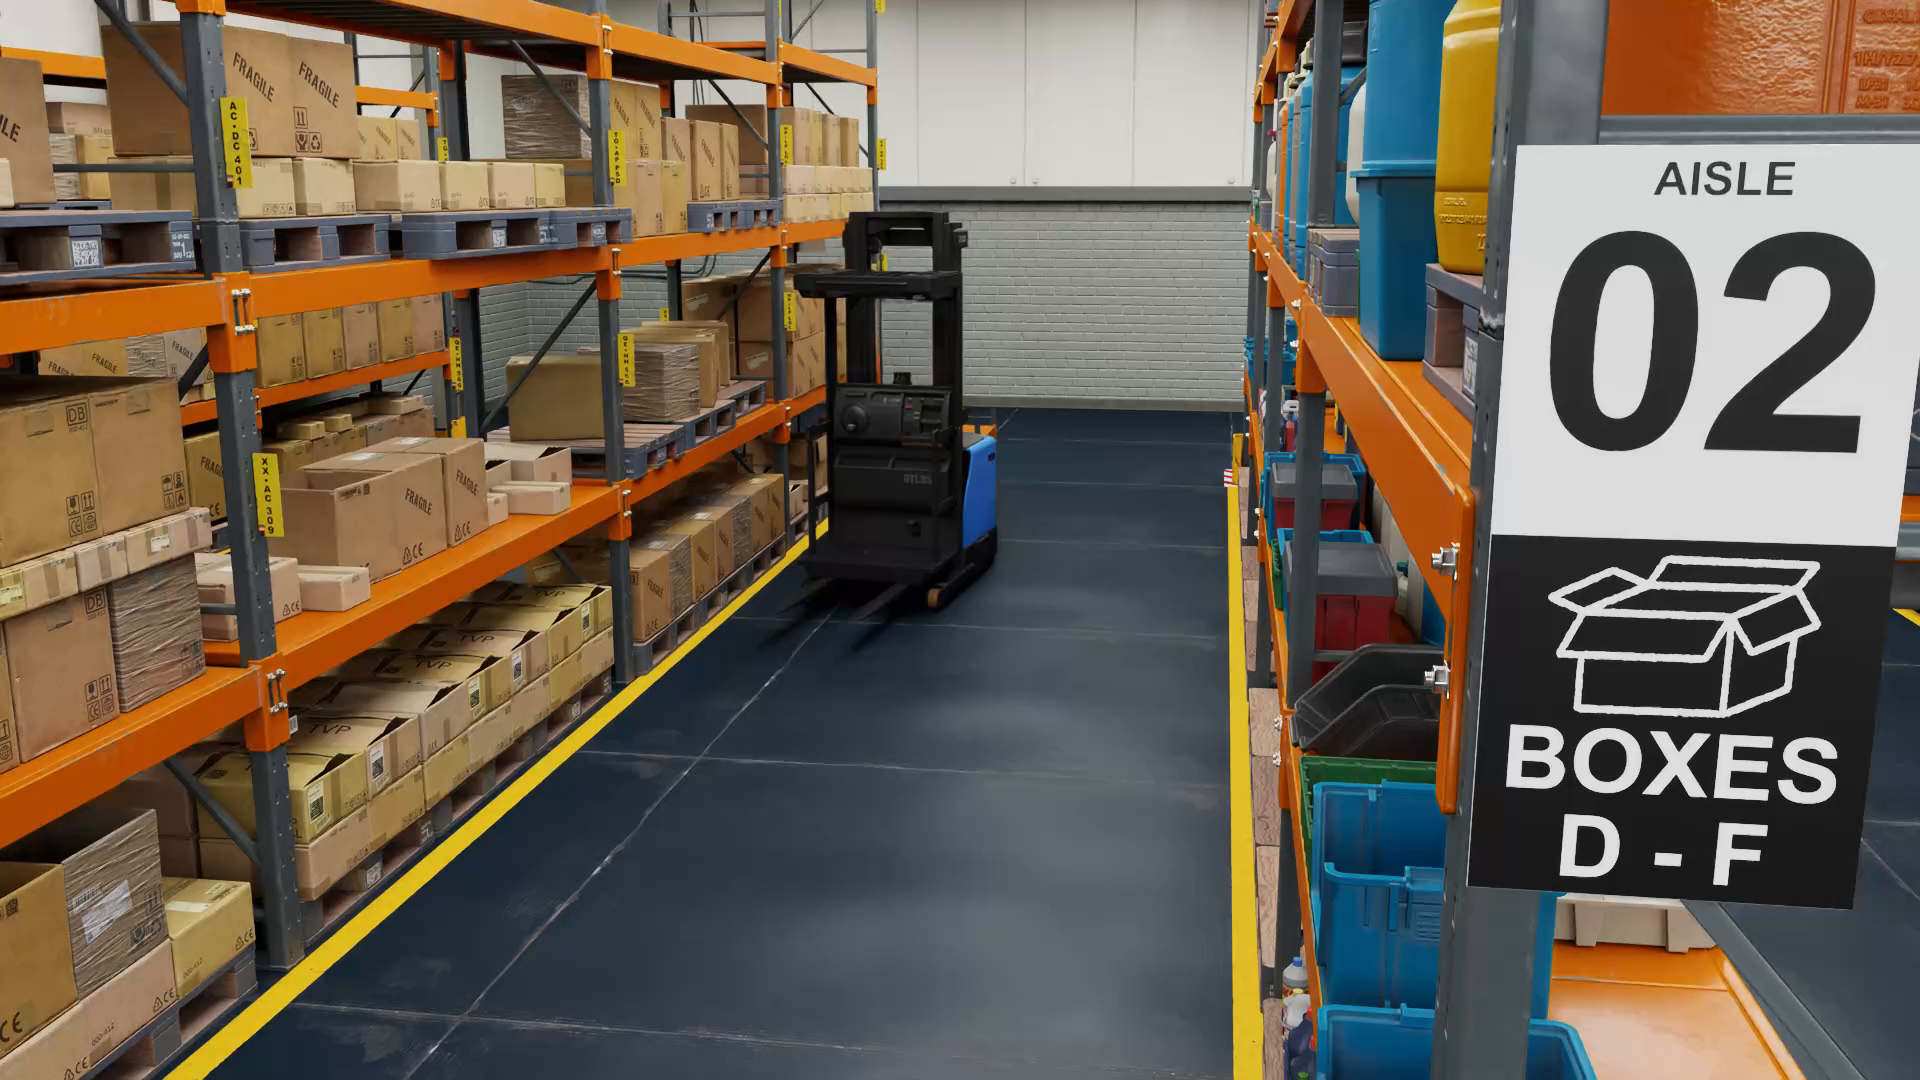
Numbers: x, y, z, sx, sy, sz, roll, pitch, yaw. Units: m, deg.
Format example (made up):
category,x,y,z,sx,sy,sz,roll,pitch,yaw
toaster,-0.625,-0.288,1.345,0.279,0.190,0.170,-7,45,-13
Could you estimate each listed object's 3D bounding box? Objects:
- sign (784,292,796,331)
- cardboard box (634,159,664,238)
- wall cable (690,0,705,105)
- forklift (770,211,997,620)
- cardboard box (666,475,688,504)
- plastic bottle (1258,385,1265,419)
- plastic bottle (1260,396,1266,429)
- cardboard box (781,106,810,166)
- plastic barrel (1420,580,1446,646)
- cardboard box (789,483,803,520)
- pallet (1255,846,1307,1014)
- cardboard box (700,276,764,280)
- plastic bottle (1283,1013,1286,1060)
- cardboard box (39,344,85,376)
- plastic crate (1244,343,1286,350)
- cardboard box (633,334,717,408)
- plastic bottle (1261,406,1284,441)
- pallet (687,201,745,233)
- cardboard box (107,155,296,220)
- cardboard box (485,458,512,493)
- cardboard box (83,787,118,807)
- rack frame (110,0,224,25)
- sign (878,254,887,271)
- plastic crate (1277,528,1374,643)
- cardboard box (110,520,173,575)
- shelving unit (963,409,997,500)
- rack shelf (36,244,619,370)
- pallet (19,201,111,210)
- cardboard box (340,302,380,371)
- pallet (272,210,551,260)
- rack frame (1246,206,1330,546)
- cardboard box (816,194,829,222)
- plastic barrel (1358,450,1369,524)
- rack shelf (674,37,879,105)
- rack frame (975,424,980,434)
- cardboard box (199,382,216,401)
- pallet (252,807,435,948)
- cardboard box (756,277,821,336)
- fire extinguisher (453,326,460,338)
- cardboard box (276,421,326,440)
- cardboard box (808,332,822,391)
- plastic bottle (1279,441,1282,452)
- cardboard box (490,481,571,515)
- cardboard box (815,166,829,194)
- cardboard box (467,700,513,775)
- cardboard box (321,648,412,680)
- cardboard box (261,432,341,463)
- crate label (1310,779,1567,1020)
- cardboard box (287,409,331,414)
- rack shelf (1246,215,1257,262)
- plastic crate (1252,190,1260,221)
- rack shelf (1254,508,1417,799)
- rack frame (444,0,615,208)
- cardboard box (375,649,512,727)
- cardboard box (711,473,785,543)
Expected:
category,x,y,z,sx,sy,sz,roll,pitch,yaw
sign,-1.446,-1.943,14.141,0.100,0.325,0.005,2,12,9
cardboard box,-2.498,-2.275,11.072,0.910,0.500,0.500,2,12,9
wall cable,-2.379,-7.348,23.114,3.097,2.526,0.112,2,12,9
forklift,-0.585,-0.998,12.665,1.130,2.935,3.031,4,13,16
cardboard box,-2.464,-0.453,13.085,0.500,0.250,0.500,2,12,9
plastic bottle,2.400,-1.086,13.188,0.061,0.283,0.133,2,12,9
plastic bottle,2.284,-0.929,12.459,0.061,0.283,0.133,2,12,9
cardboard box,-1.741,-3.600,14.848,0.700,0.500,0.500,2,12,9
plastic barrel,2.027,0.117,6.142,0.600,0.901,0.708,2,12,9
cardboard box,-1.717,-0.375,14.953,0.500,0.311,0.500,2,12,9
pallet,1.751,1.631,6.926,1.003,0.211,1.213,2,12,9
cardboard box,-2.097,-2.152,15.250,0.500,0.500,0.500,2,12,8
plastic bottle,1.155,1.680,5.678,0.097,0.201,0.097,0,12,0
cardboard box,-7.011,-1.230,12.591,0.500,0.500,0.500,2,12,8
plastic crate,3.049,-1.835,16.645,0.416,0.233,0.300,2,12,9
cardboard box,-2.206,-1.279,12.573,0.700,0.500,0.500,-1,12,-6
plastic bottle,2.273,-0.847,12.100,0.152,0.276,0.135,2,12,9
pallet,-2.321,-2.419,12.425,1.213,0.211,1.003,2,12,9
cardboard box,-3.121,-1.455,6.865,0.500,0.250,0.500,3,13,15
cardboard box,-2.939,-0.338,9.654,0.500,0.311,0.500,2,12,8
cardboard box,-3.606,1.130,6.381,0.500,0.500,0.500,2,12,9
rack frame,-6.891,-4.487,14.452,1.000,3.000,0.127,2,12,9
sign,-0.835,-2.925,17.949,0.100,0.325,0.005,2,12,9
plastic crate,1.530,0.200,6.981,0.392,0.384,0.575,2,12,9
cardboard box,-3.096,0.020,6.004,0.380,0.149,0.250,2,12,7
shelving unit,0.001,-0.551,14.881,0.538,1.125,1.048,2,12,9
rack shelf,-2.918,-1.260,8.307,1.077,0.370,4.000,2,12,9
pallet,-7.290,-2.464,12.635,1.003,0.211,1.213,2,12,11
cardboard box,-6.571,-2.117,16.983,0.980,0.700,0.700,1,12,6
pallet,-2.796,-1.559,8.434,1.003,0.211,1.213,2,12,11
rack frame,2.899,-1.233,13.595,1.000,3.000,0.127,2,12,9
cardboard box,-1.517,-3.089,15.441,0.500,0.250,0.500,2,12,9
plastic barrel,2.511,-0.360,9.223,0.600,0.536,0.708,2,12,9
rack shelf,-1.688,-4.390,15.719,1.077,0.370,4.000,2,12,9
rack frame,-0.077,-0.445,14.390,0.500,1.125,0.032,2,12,9
cardboard box,-6.678,-1.308,14.492,0.380,0.149,0.250,2,12,10
pallet,-3.151,1.479,7.627,1.003,0.211,1.213,2,12,9
cardboard box,-1.566,-2.128,15.139,0.500,0.500,0.500,1,12,7
fire extinguisher,-5.796,-2.183,19.072,0.296,0.674,0.183,2,12,9
cardboard box,-6.441,-1.072,16.245,0.380,0.149,0.250,2,12,11
cardboard box,-1.572,-1.647,15.279,0.500,0.500,0.500,2,12,10
plastic bottle,2.025,-0.548,10.719,0.097,0.271,0.097,0,12,0
cardboard box,-2.476,-0.243,9.596,0.380,0.149,0.250,2,12,9
cardboard box,-1.512,-3.333,15.387,0.500,0.250,0.500,2,12,9
cardboard box,-2.683,1.014,8.699,0.500,0.250,0.500,2,12,10
cardboard box,-3.213,0.725,8.707,0.500,0.311,0.500,2,12,8
cardboard box,-6.594,-0.794,16.495,0.700,0.500,0.500,2,12,8
crate label,1.069,0.856,3.819,0.502,0.435,0.616,2,12,9
cardboard box,-6.695,-1.254,17.089,0.380,0.149,0.250,2,12,8
rack shelf,3.206,-2.764,15.287,1.077,0.370,4.000,2,12,9
plastic crate,2.868,-3.023,15.061,0.437,0.282,0.530,2,12,9
rack shelf,1.976,0.368,7.875,1.077,0.370,4.000,2,12,9
rack frame,-2.611,-3.494,9.848,1.000,3.000,0.127,2,12,9
cardboard box,-2.681,0.738,8.649,0.500,0.311,0.500,2,12,10
cardboard box,-1.788,-0.275,14.040,0.500,0.500,0.500,2,12,8
